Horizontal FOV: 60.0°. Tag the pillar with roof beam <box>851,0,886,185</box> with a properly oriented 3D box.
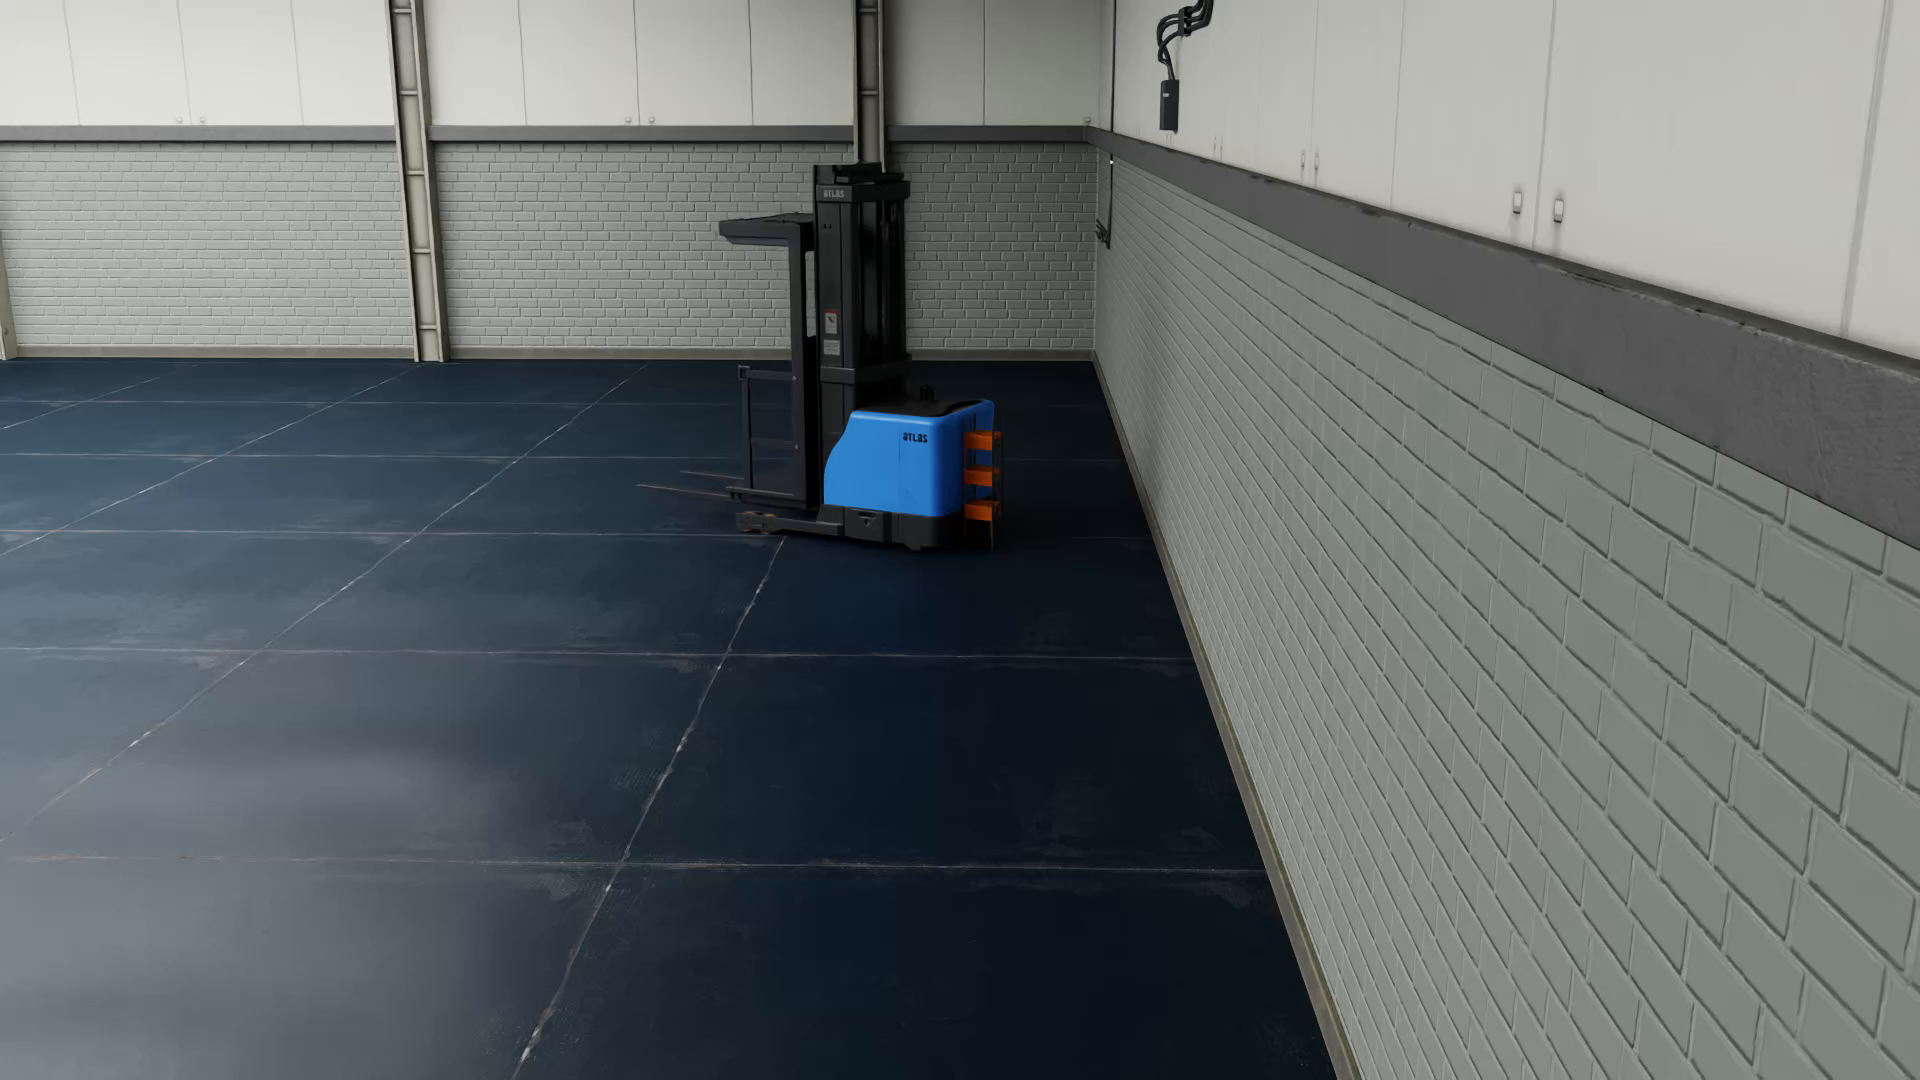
[{"bbox_3d":[-1.287,-5.666,17.175,0.400,9.000,9.100,0,15,1],"label":"pillar with roof beam"}]

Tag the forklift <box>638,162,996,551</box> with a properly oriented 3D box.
[{"bbox_3d":[-1.256,-1.573,13.557,3.031,2.935,1.130,7,16,26],"label":"forklift"}]

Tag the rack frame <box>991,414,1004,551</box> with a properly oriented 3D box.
[{"bbox_3d":[0.295,-0.446,12.971,0.008,1.050,0.200,7,16,26],"label":"rack frame"}]

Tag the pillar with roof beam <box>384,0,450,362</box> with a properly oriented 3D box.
[{"bbox_3d":[-7.286,-5.705,17.323,0.400,9.000,9.100,0,15,1],"label":"pillar with roof beam"}]

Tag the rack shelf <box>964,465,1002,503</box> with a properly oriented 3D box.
[{"bbox_3d":[0.186,-0.449,13.027,0.240,0.259,0.215,7,16,26],"label":"rack shelf"}]

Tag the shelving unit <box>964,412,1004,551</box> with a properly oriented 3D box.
[{"bbox_3d":[0.186,-0.460,13.024,0.252,1.050,0.215,7,16,26],"label":"shelving unit"}]

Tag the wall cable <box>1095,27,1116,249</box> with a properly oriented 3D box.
[{"bbox_3d":[1.734,-4.906,20.381,0.112,2.526,3.097,0,15,1],"label":"wall cable"}]

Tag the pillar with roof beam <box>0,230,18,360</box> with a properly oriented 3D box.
[{"bbox_3d":[-13.284,-5.744,17.471,0.400,9.000,9.100,0,15,1],"label":"pillar with roof beam"}]

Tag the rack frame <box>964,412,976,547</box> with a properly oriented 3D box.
[{"bbox_3d":[0.077,-0.474,13.077,0.008,1.050,0.200,7,16,26],"label":"rack frame"}]

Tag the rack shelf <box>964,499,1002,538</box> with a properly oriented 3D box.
[{"bbox_3d":[0.186,-0.181,13.098,0.240,0.259,0.215,7,16,26],"label":"rack shelf"}]

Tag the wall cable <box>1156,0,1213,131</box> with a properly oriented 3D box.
[{"bbox_3d":[1.475,-5.631,10.376,0.169,6.003,2.305,0,15,1],"label":"wall cable"}]

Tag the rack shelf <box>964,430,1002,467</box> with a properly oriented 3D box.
[{"bbox_3d":[0.186,-0.724,12.954,0.240,0.259,0.215,7,16,26],"label":"rack shelf"}]

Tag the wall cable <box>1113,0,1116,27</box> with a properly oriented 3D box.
[{"bbox_3d":[1.665,-6.658,17.122,0.112,2.526,3.097,0,15,1],"label":"wall cable"}]
